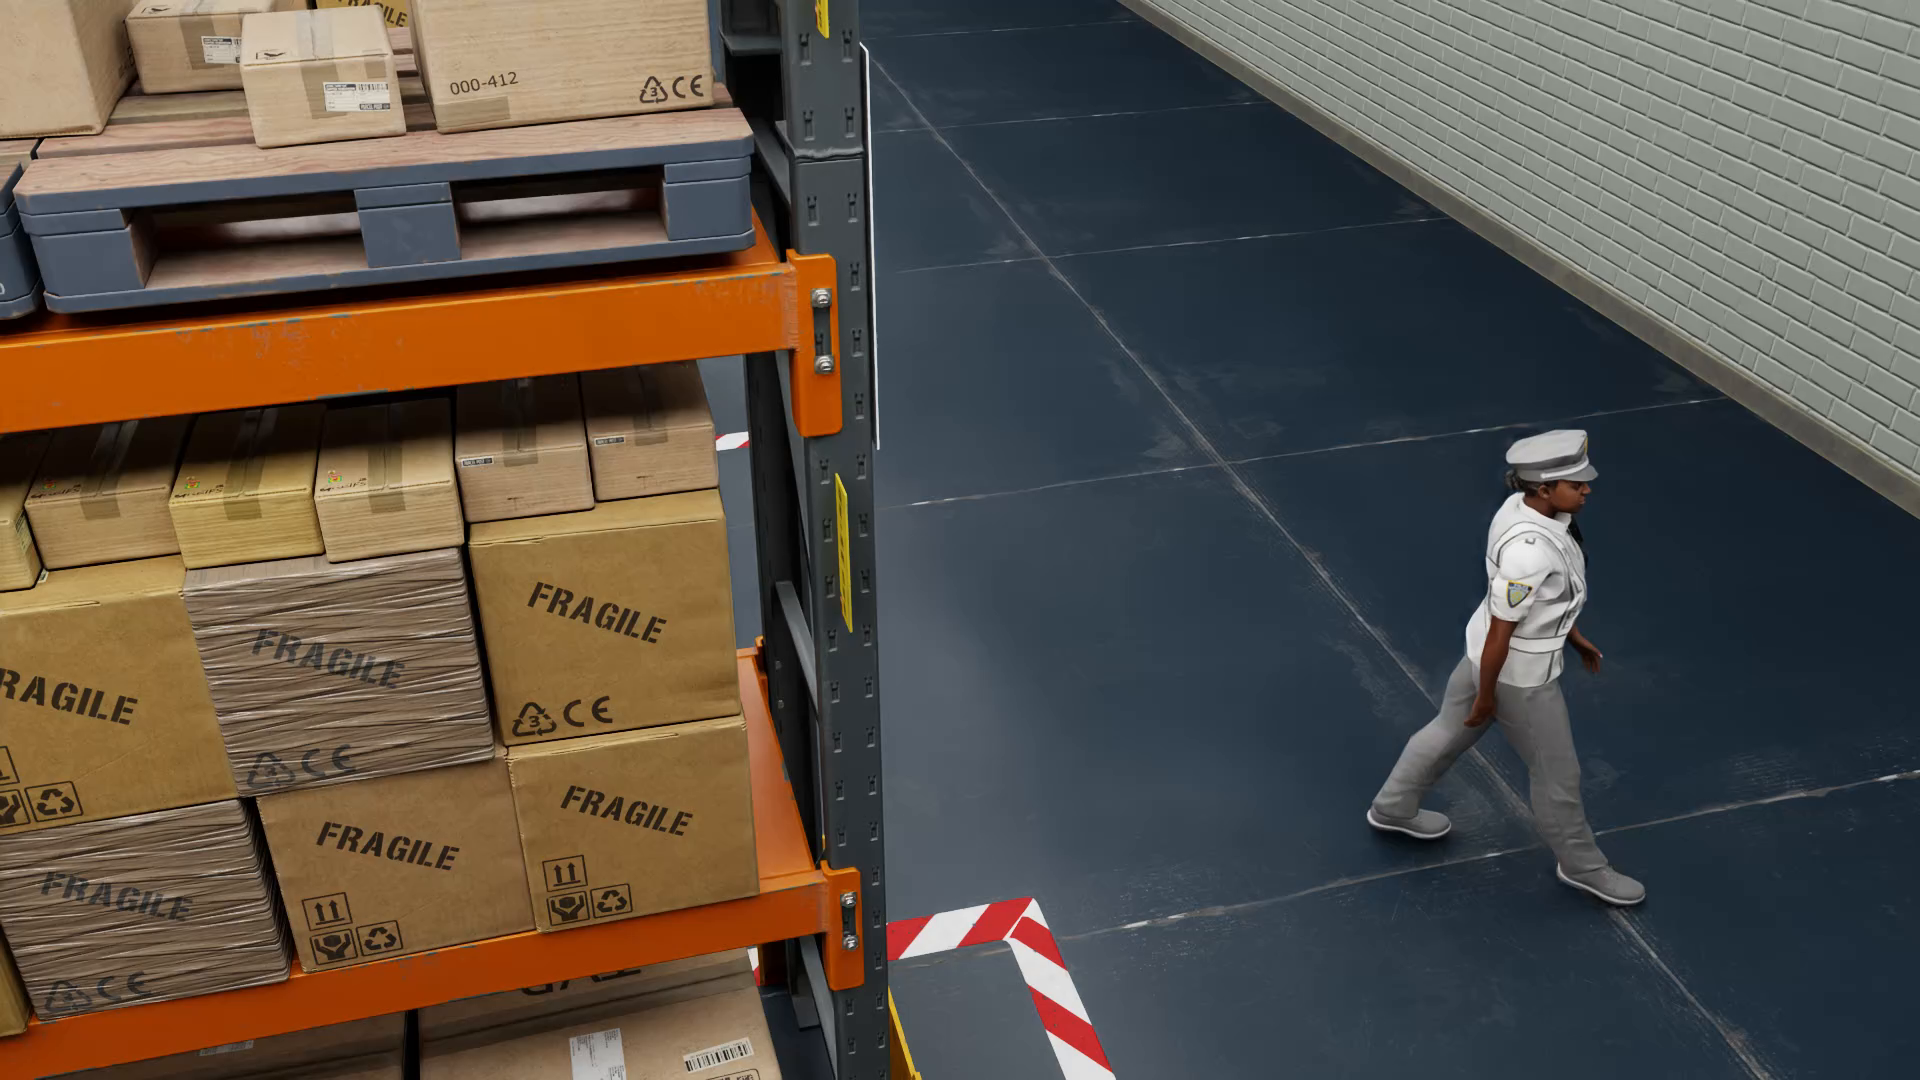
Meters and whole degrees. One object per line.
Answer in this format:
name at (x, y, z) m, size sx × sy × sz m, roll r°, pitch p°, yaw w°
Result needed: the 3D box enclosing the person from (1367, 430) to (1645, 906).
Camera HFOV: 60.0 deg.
person at (1.900, 0.394, 5.415) m, size 0.924 × 1.653 × 0.458 m, roll 7°, pitch 31°, yaw 12°
